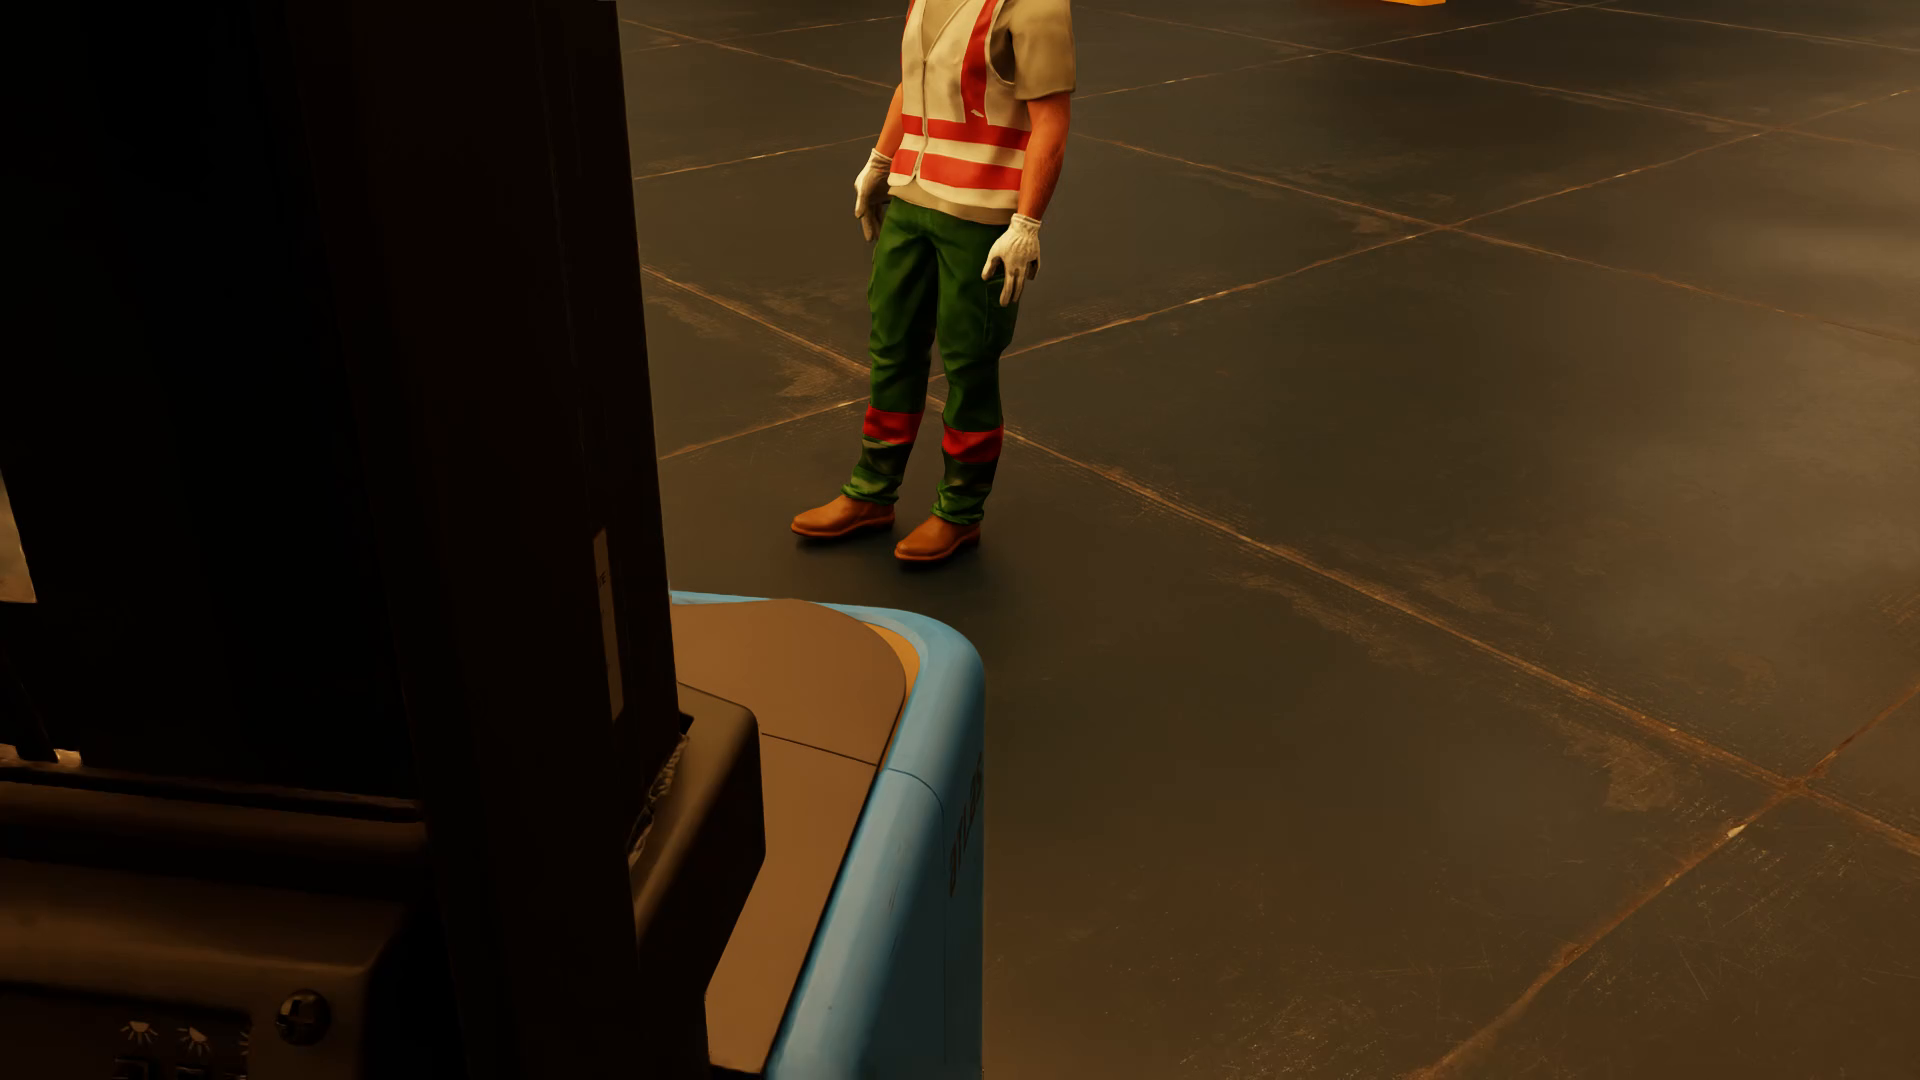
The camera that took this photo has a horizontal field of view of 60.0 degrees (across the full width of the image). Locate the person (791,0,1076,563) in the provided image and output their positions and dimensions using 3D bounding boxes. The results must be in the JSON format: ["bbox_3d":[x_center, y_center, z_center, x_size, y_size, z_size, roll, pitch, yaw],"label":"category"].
[{"bbox_3d":[-0.070,-0.789,4.062,0.562,1.790,0.637,-20,33,-35],"label":"person"}]
